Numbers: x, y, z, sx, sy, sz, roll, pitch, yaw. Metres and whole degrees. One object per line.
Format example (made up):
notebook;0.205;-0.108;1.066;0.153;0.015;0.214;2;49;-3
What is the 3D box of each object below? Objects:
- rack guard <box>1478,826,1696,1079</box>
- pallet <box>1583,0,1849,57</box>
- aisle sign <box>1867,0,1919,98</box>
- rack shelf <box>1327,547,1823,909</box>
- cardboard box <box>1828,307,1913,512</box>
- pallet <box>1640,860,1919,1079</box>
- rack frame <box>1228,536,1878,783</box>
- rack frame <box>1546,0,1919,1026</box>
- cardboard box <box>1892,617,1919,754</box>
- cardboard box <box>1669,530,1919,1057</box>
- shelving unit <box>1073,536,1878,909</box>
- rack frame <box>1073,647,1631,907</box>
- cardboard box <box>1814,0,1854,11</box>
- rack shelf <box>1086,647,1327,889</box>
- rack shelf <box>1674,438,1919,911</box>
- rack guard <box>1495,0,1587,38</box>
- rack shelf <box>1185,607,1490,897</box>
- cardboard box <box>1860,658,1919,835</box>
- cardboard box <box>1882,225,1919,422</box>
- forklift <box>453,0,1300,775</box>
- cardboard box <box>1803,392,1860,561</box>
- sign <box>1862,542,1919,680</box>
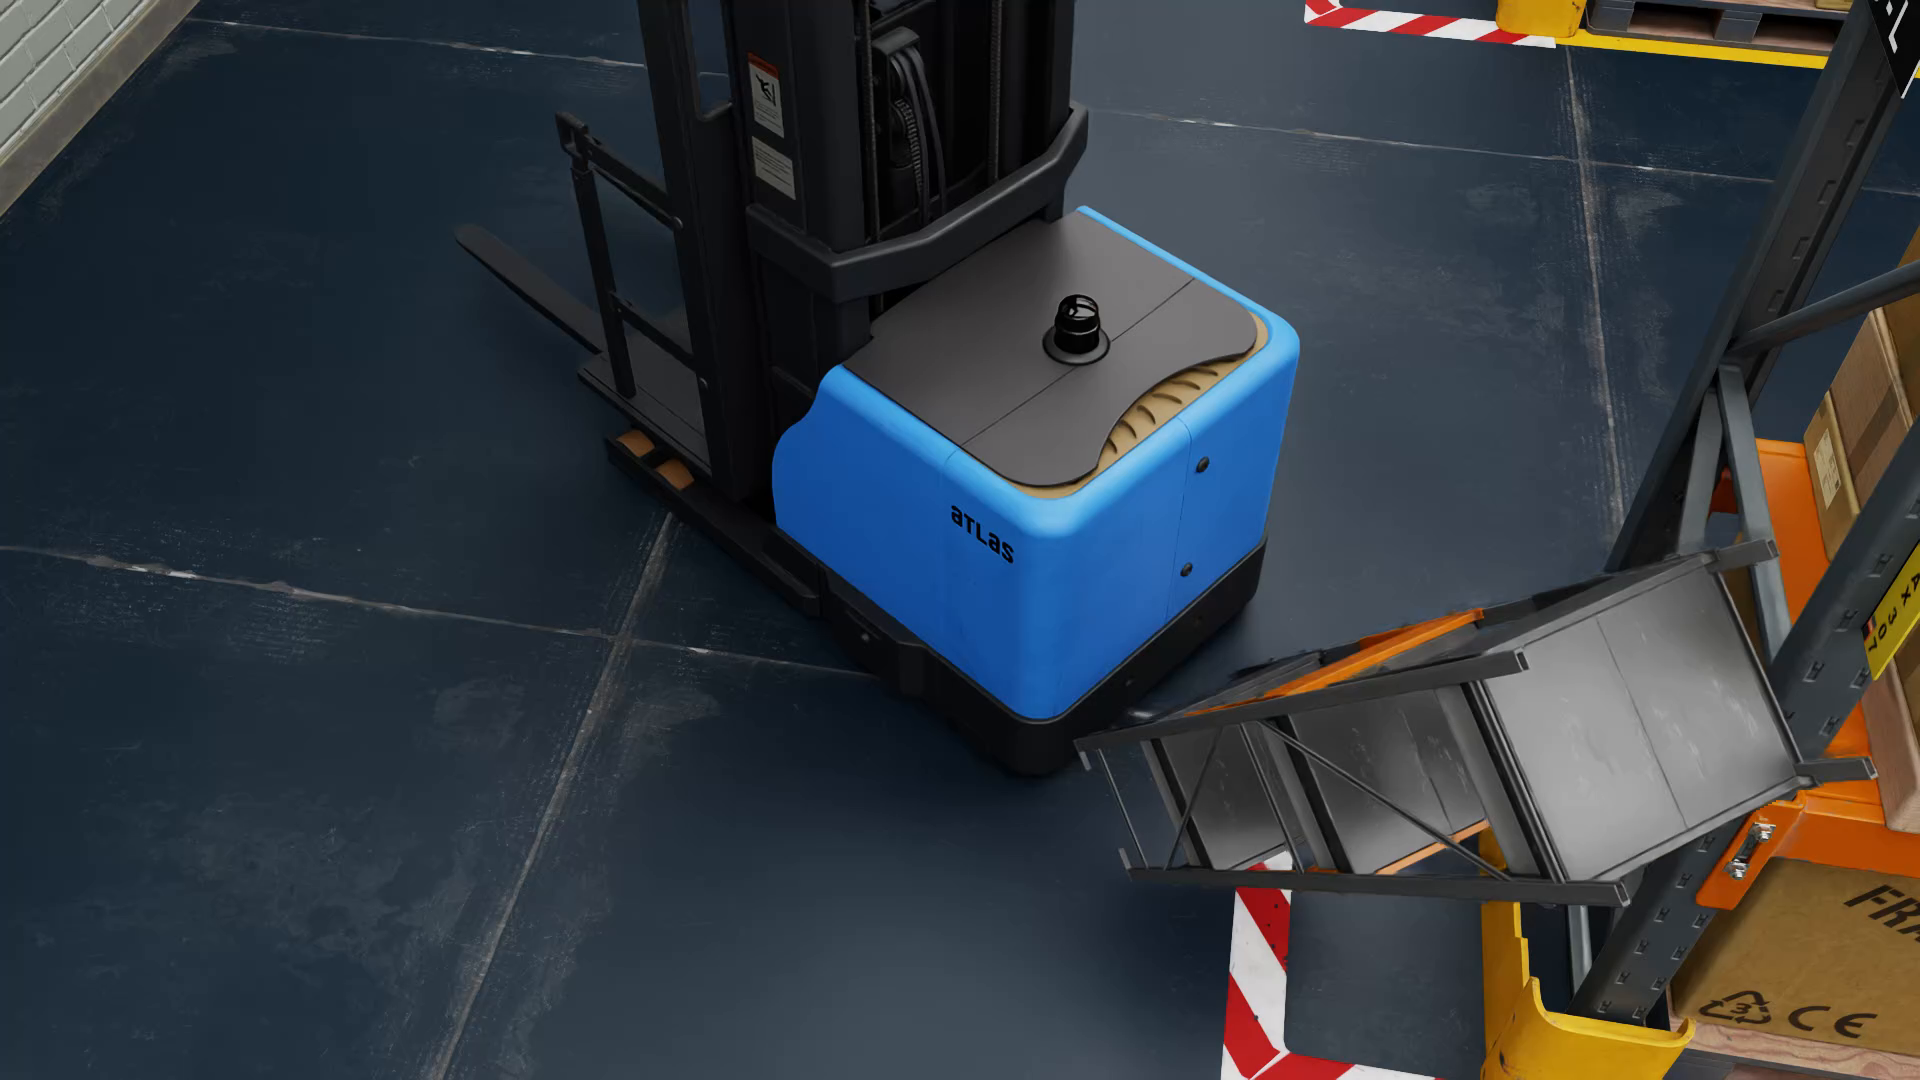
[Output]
rack guard;1.529;0.820;4.177;0.348;0.500;1.175;8;49;7
pallet;3.402;-2.554;7.403;1.213;0.211;1.003;8;49;7
aisle sign;1.535;-1.111;2.484;0.004;0.787;0.394;8;49;7
rack shelf;1.023;0.327;2.843;0.480;0.518;0.431;-21;85;-17
cardboard box;2.077;-0.192;3.307;0.500;0.250;0.500;7;48;6
pallet;2.353;0.968;4.238;1.213;0.211;1.003;8;49;7
rack frame;1.075;0.367;3.569;0.015;2.100;0.400;-21;85;-17
rack frame;1.553;-0.013;3.245;0.127;3.000;1.000;8;49;7
cardboard box;1.977;0.199;2.955;0.500;0.250;0.500;7;48;6
cardboard box;2.197;0.583;3.855;0.875;0.875;0.875;8;49;7
shelving unit;0.856;0.449;3.498;0.503;2.100;0.431;-21;85;-17
rack frame;0.638;0.531;3.427;0.015;2.100;0.400;-21;85;-17
cardboard box;3.743;-2.397;7.022;0.250;0.149;0.380;8;49;7
rack shelf;0.683;0.575;4.178;0.480;0.518;0.431;-21;85;-17
rack shelf;3.521;0.492;3.275;4.000;0.370;1.077;8;49;7
rack guard;2.609;-2.784;7.416;0.348;0.500;1.175;8;49;7
rack shelf;0.853;0.451;3.511;0.480;0.518;0.431;-21;85;-17
cardboard box;1.843;0.360;3.079;0.250;0.149;0.380;8;49;7
cardboard box;2.079;-0.441;3.026;0.500;0.500;0.500;8;49;7
forklift;-0.501;-1.320;4.466;3.031;2.935;1.130;36;57;28
cardboard box;1.962;-0.123;3.512;0.250;0.149;0.380;9;49;8
sign;1.448;0.077;2.529;0.005;0.325;0.100;8;49;7
